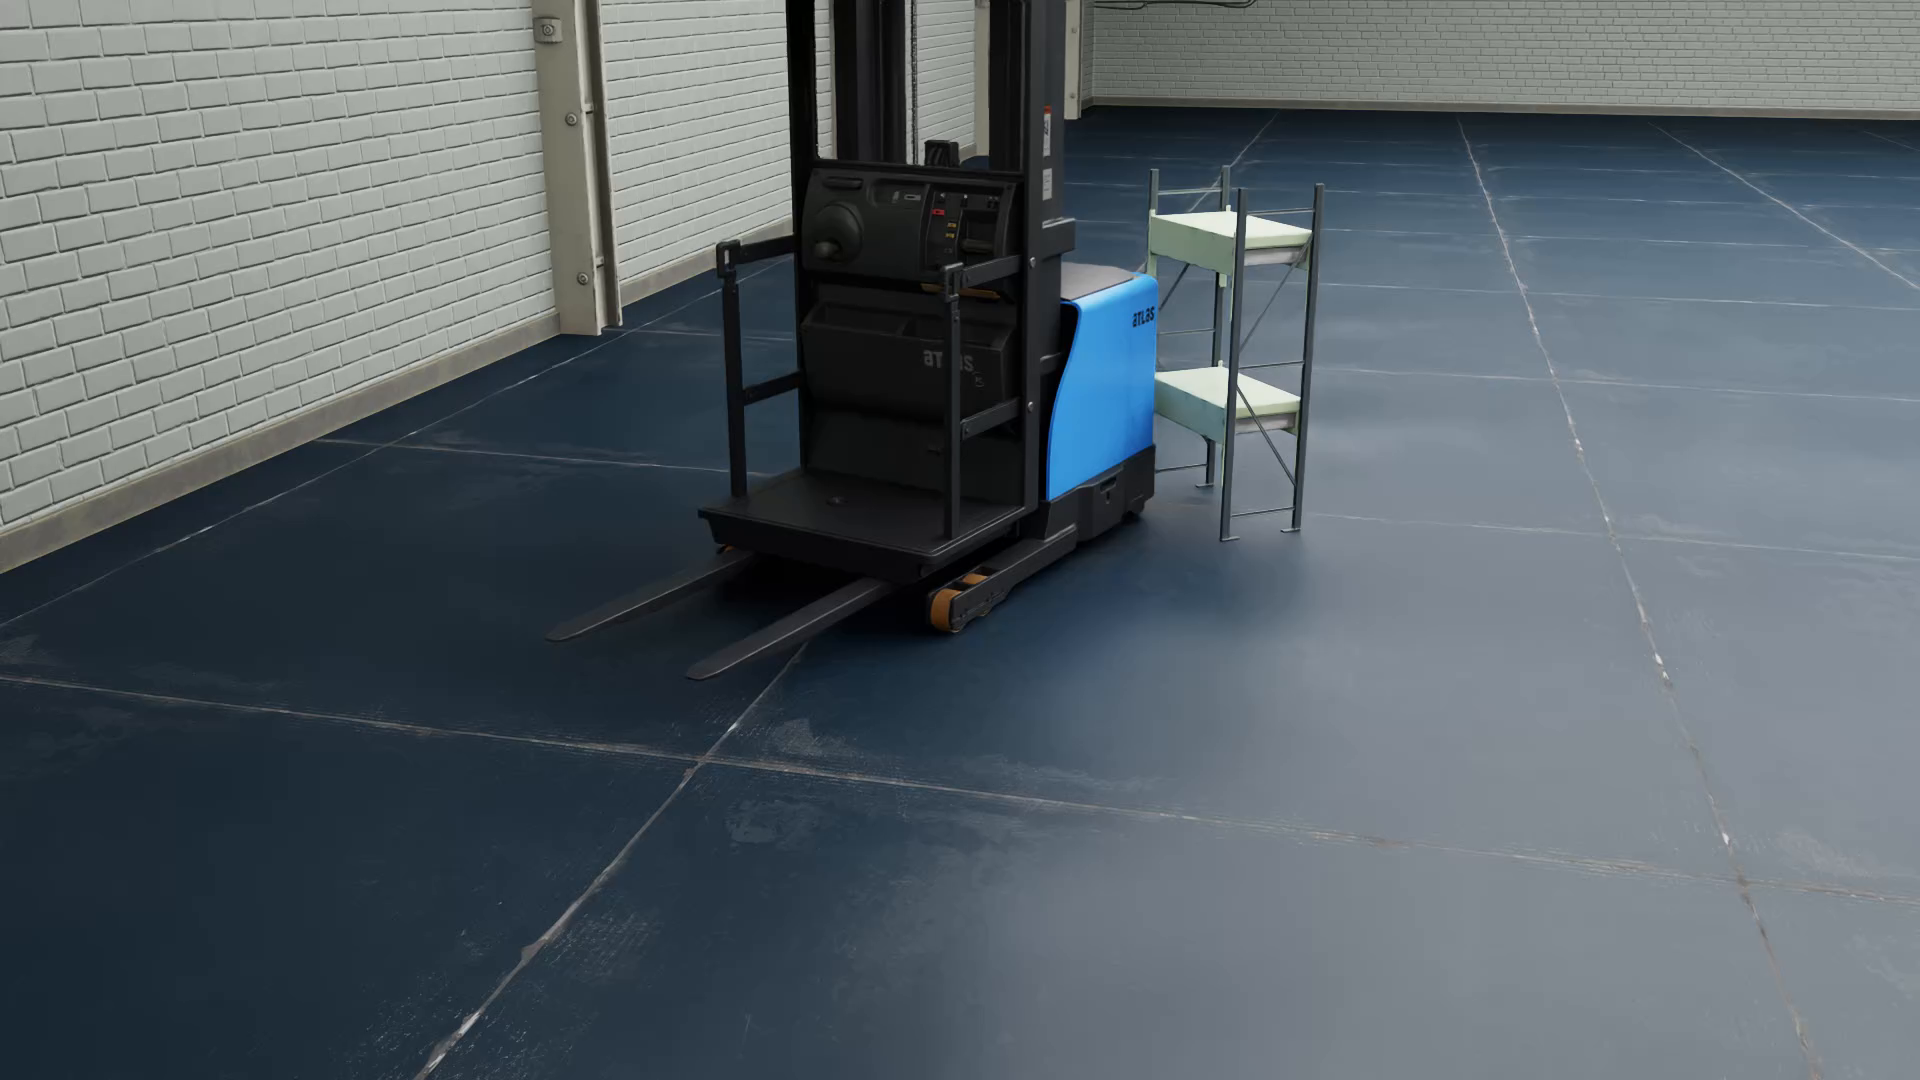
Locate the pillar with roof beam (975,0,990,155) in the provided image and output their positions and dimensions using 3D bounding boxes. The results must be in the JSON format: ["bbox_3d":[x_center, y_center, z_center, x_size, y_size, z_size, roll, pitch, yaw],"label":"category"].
[{"bbox_3d":[4.559,-9.135,20.010,9.100,9.000,0.400,5,19,13],"label":"pillar with roof beam"}]

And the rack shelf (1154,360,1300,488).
[{"bbox_3d":[1.168,-0.531,7.430,0.431,0.370,0.720,-8,20,-21],"label":"rack shelf"}]

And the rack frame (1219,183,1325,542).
[{"bbox_3d":[1.309,-0.730,7.005,0.400,1.500,0.023,-8,20,-21],"label":"rack frame"}]

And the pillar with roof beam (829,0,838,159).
[{"bbox_3d":[3.093,-7.254,14.504,9.100,9.000,0.400,5,19,13],"label":"pillar with roof beam"}]

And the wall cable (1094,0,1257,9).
[{"bbox_3d":[3.852,-10.705,29.411,3.097,2.526,0.112,5,19,13],"label":"wall cable"}]

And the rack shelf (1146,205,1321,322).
[{"bbox_3d":[1.167,-1.209,7.198,0.431,0.370,0.720,-8,20,-21],"label":"rack shelf"}]

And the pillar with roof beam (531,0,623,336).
[{"bbox_3d":[1.627,-5.374,8.998,9.100,9.000,0.400,5,19,13],"label":"pillar with roof beam"}]

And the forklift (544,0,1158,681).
[{"bbox_3d":[-0.315,-1.211,6.198,1.130,2.935,3.031,11,22,30],"label":"forklift"}]

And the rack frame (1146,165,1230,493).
[{"bbox_3d":[1.026,-0.948,7.644,0.400,1.500,0.023,-8,20,-21],"label":"rack frame"}]

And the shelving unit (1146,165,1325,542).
[{"bbox_3d":[1.168,-0.839,7.325,0.431,1.500,0.755,-8,20,-21],"label":"shelving unit"}]

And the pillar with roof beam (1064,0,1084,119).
[{"bbox_3d":[6.025,-11.016,25.516,9.100,9.000,0.400,5,19,13],"label":"pillar with roof beam"}]
